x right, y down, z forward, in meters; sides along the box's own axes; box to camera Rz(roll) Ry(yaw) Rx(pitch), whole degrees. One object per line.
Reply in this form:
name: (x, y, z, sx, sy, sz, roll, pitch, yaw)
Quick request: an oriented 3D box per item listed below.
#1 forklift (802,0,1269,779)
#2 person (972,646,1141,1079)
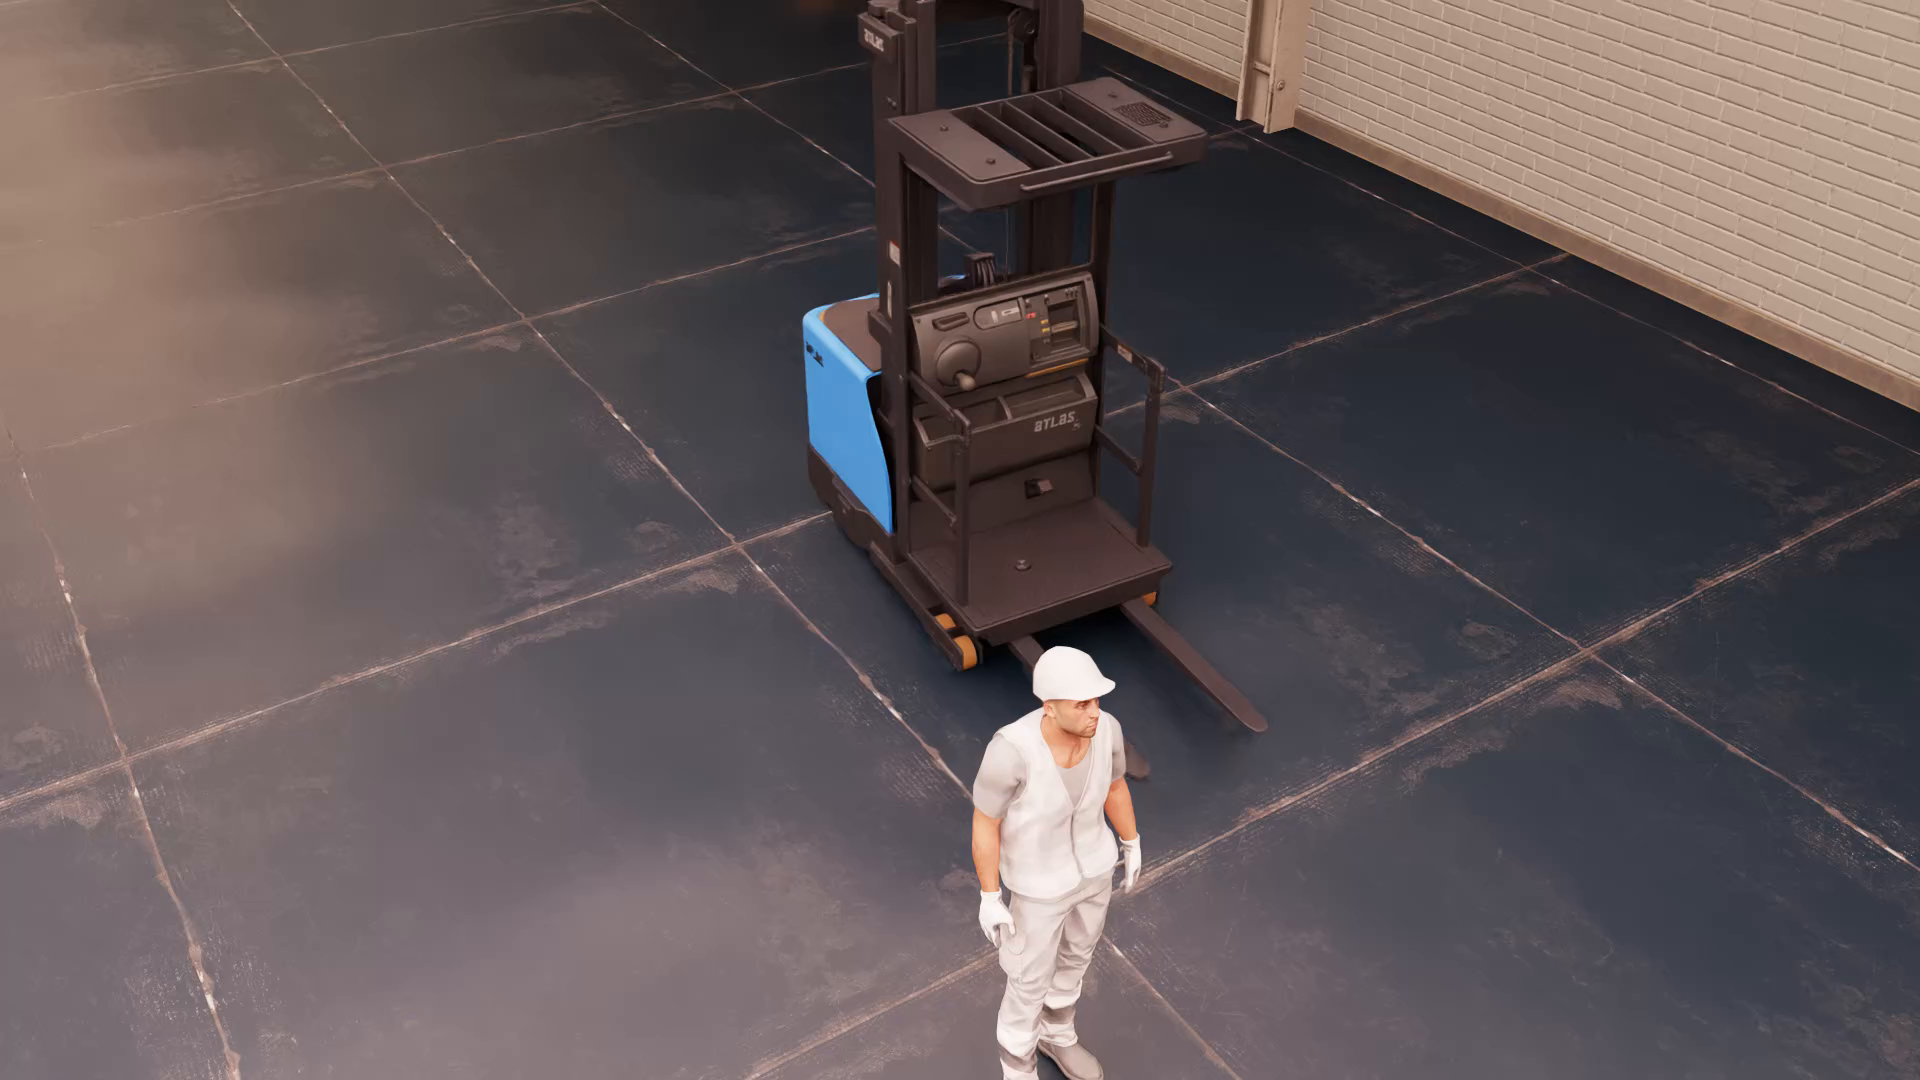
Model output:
forklift: (0.319, -0.882, 7.403, 1.130, 2.935, 3.031, -17, 39, -23)
person: (0.362, 1.154, 5.485, 0.638, 1.789, 0.563, -20, 40, -26)
